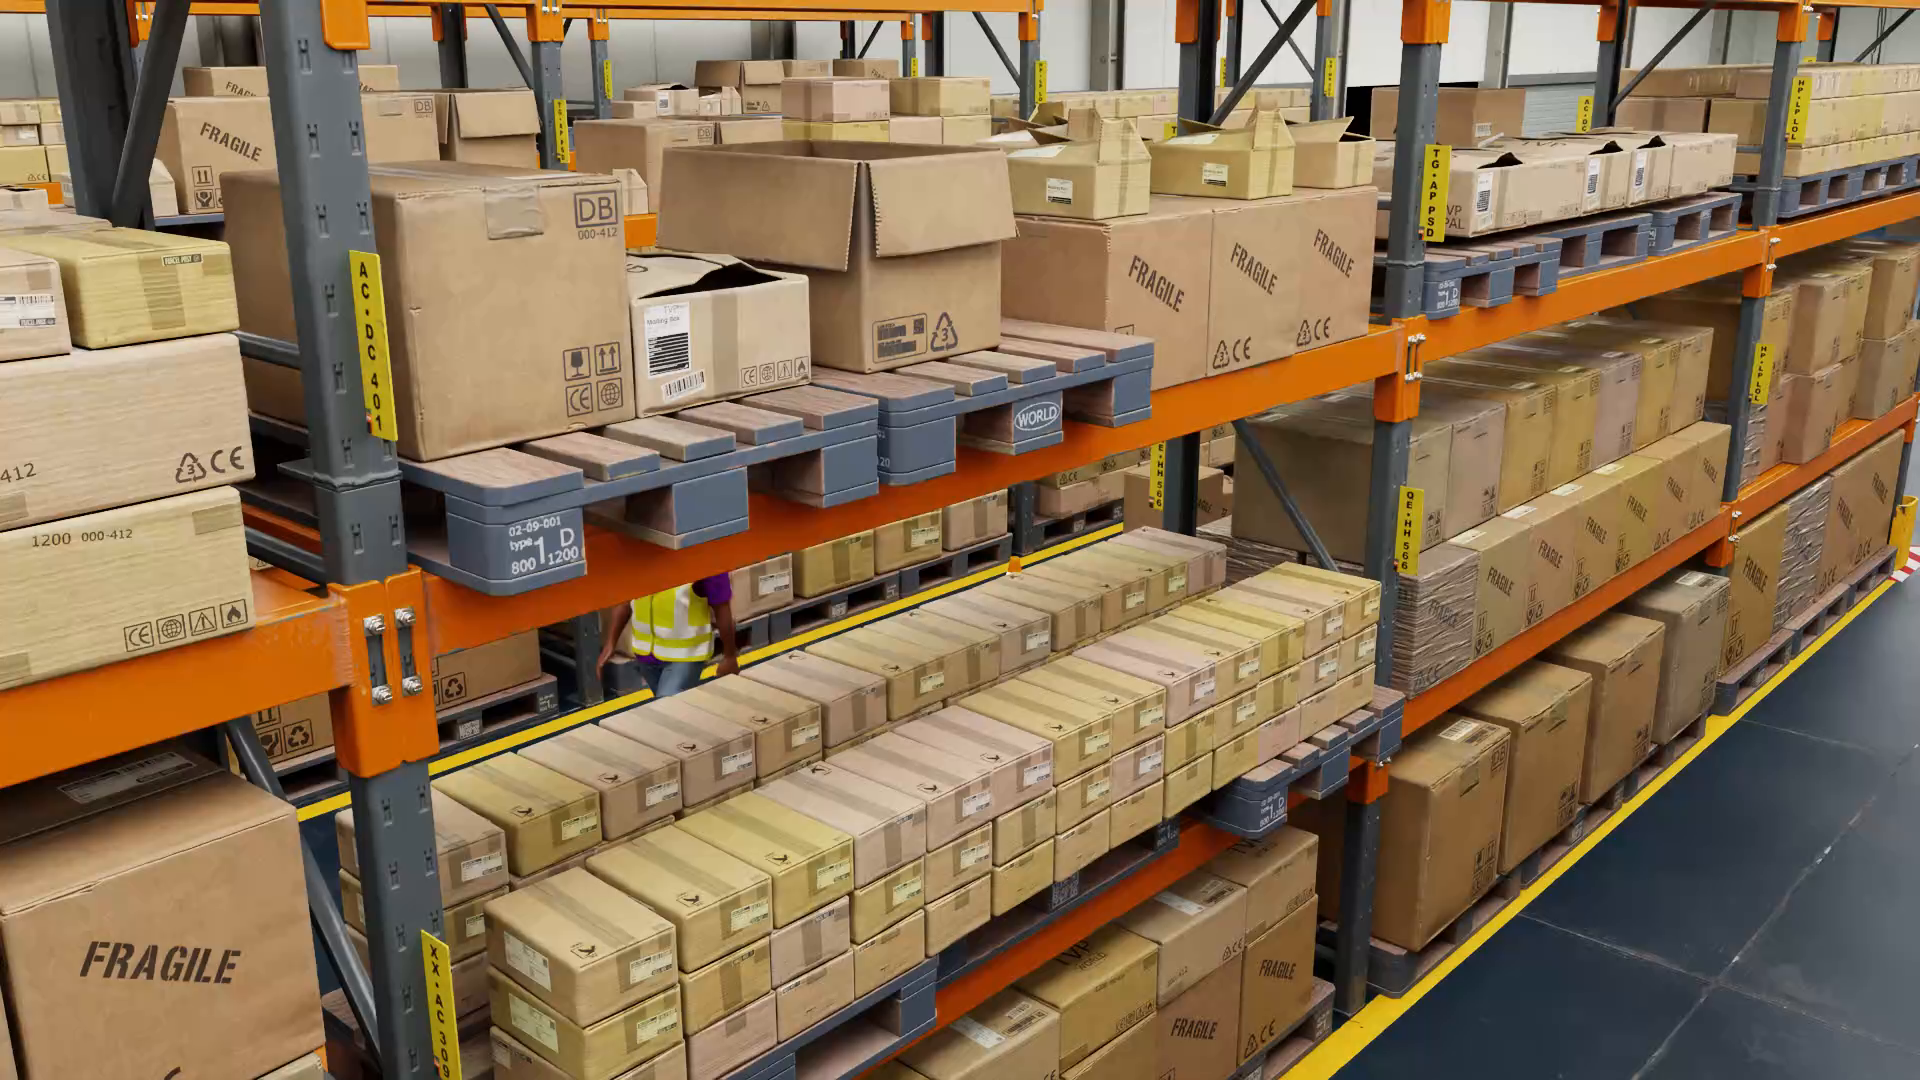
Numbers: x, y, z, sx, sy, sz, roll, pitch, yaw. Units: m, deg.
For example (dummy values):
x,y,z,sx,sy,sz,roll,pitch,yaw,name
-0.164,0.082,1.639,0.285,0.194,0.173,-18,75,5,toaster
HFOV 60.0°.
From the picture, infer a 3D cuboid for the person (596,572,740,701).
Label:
x,y,z,sx,sy,sz,roll,pitch,yaw,name
-1.459,0.559,8.148,0.604,1.719,1.031,9,19,29,person
